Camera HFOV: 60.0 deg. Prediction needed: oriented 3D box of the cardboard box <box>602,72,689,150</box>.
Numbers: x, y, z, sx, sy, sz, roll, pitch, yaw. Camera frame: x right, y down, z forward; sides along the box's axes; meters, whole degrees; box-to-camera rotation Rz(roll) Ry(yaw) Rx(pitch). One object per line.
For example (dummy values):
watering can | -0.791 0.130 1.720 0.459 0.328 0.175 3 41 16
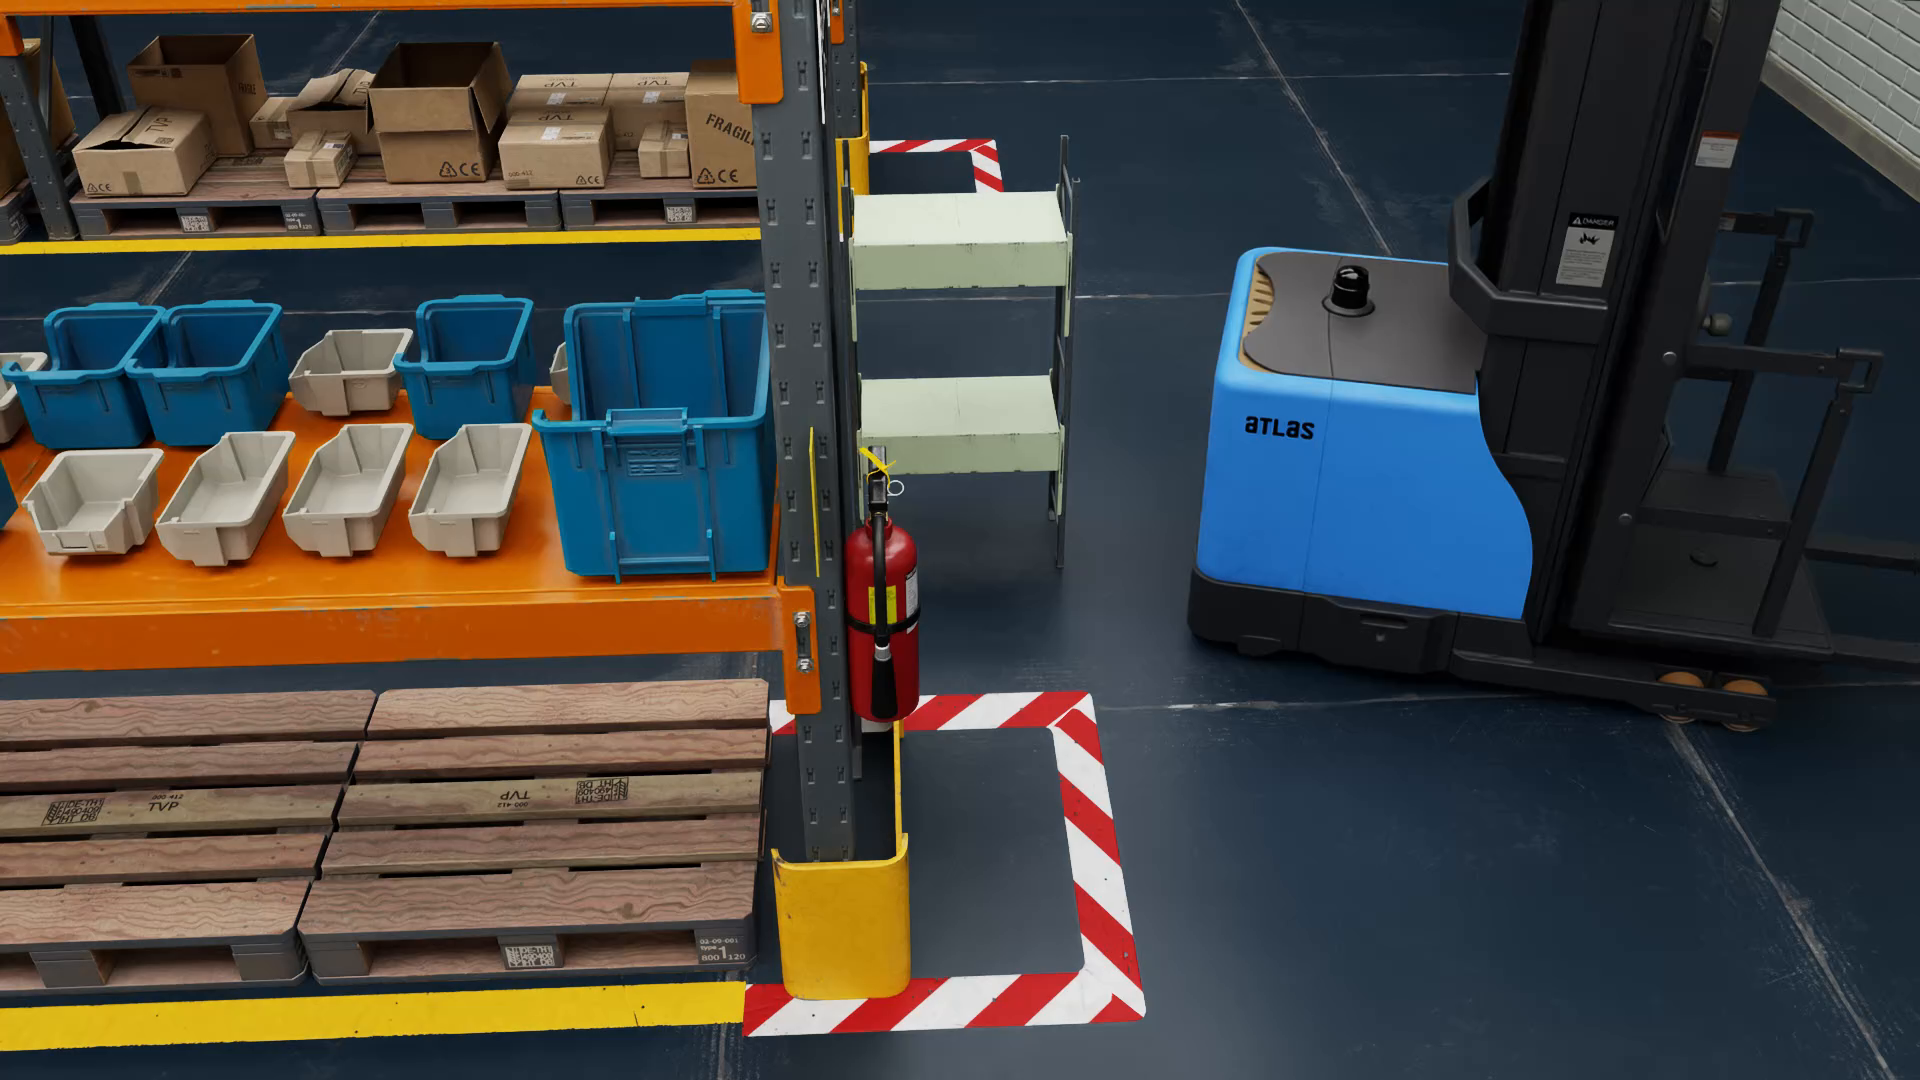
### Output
cardboard box | -1.642 -2.324 9.001 0.500 0.250 0.500 -2 35 -2

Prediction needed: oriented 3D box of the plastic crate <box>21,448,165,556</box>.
plastic crate | -2.023 -0.076 3.903 0.250 0.136 0.298 -2 35 -2

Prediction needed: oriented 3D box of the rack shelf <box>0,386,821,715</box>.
rack shelf | -2.353 0.025 4.210 4.000 0.370 1.077 -2 35 -2

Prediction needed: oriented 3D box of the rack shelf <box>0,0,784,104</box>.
rack shelf | -2.353 -1.208 3.356 4.000 0.370 1.077 -2 35 -2

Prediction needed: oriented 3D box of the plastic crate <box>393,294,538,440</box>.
plastic crate | -1.275 -0.443 4.349 0.300 0.233 0.416 -2 35 -2

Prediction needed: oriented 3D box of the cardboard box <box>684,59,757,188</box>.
cardboard box | -1.117 -2.139 8.514 0.500 0.500 0.500 -2 35 -2

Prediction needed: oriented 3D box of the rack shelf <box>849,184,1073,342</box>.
rack shelf | -0.007 -0.937 5.601 0.720 0.370 0.431 -2 35 -2

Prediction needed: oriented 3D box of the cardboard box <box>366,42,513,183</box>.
cardboard box | -2.705 -2.240 8.658 0.637 0.503 0.797 -2 35 -2

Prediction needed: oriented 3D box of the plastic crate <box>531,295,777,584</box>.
plastic crate | -0.680 -0.248 3.889 0.499 0.435 0.616 -2 35 -2

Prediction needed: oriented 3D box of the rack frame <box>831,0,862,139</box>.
rack frame | -0.586 -3.140 8.152 0.127 3.000 1.000 -2 35 -2

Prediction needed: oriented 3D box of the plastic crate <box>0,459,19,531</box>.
plastic crate | -2.394 -0.079 3.823 0.300 0.233 0.416 -2 35 -2

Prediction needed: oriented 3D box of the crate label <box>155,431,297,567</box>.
crate label | -1.728 -0.095 3.930 0.243 0.136 0.396 -2 35 -2

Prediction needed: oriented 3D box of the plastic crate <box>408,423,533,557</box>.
plastic crate | -1.161 -0.116 3.960 0.243 0.136 0.396 -2 35 -2

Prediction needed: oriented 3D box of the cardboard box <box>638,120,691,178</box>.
cardboard box | -1.526 -2.042 8.667 0.250 0.166 0.380 -2 35 -2

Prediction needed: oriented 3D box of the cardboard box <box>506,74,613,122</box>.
cardboard box | -2.141 -2.310 8.982 0.500 0.250 0.500 -2 35 -2

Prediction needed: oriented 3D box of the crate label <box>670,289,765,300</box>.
crate label | -0.617 -0.461 4.374 0.303 0.233 0.416 -2 35 -2

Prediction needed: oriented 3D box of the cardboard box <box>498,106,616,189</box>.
cardboard box | -2.067 -2.027 8.573 0.500 0.250 0.500 -2 35 -2

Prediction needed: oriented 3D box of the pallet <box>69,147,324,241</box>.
pallet | -3.895 -1.904 8.815 1.213 0.211 1.003 -2 35 -2

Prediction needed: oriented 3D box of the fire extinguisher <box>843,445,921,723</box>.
fire extinguisher | -0.183 0.115 3.844 0.183 0.674 0.296 -2 35 -2

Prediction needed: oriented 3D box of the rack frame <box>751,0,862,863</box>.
rack frame | -0.355 -0.324 4.083 0.127 3.000 1.000 -2 35 -2

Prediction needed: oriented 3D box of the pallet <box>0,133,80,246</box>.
pallet | -5.392 -1.842 8.727 1.213 0.211 1.003 -2 35 -2

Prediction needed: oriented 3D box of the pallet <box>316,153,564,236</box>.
pallet | -2.673 -1.938 8.865 1.213 0.211 1.003 -2 35 -2

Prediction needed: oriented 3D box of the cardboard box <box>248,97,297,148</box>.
cardboard box | -3.654 -2.262 9.001 0.250 0.149 0.380 -2 35 -2

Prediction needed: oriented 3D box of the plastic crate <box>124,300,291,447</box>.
plastic crate | -1.932 -0.425 4.323 0.300 0.233 0.416 -2 35 -2

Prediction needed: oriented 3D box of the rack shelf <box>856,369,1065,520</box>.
rack shelf | -0.007 -0.348 6.008 0.720 0.370 0.431 -2 35 -2

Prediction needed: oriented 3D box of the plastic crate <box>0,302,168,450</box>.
plastic crate | -2.232 -0.417 4.311 0.300 0.233 0.416 -2 35 -2

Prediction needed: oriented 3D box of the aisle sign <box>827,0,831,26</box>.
aisle sign | -0.297 -1.564 3.590 0.004 0.787 0.394 -2 35 -2

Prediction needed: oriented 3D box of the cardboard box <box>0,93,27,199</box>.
cardboard box | -5.060 -2.009 8.327 0.500 0.500 0.500 -2 35 -2

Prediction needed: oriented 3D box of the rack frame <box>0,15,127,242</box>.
rack frame | -4.581 -3.032 7.996 0.127 3.000 1.000 -2 35 -2

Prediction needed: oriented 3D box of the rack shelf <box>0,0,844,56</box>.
rack shelf | -2.583 -2.790 8.278 4.000 0.370 1.077 -2 35 -2

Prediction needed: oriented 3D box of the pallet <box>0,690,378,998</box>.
pallet | -2.396 0.854 4.831 1.213 0.211 1.003 -2 35 -2

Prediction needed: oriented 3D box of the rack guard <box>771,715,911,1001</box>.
rack guard | -0.331 0.695 4.806 0.348 0.500 1.175 -2 35 -2

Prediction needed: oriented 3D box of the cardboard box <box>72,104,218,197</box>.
cardboard box | -4.152 -1.996 8.474 0.500 0.311 0.500 -2 35 -2

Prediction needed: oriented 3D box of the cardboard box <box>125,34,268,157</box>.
cardboard box | -4.025 -2.362 8.837 0.500 0.500 0.500 -2 35 -2

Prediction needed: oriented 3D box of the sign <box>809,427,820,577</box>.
sign | -0.313 -0.079 3.585 0.005 0.325 0.100 -2 35 -2

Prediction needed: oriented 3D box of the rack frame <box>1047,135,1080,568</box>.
rack frame | 0.359 -0.626 5.837 0.023 1.500 0.400 -2 35 -2

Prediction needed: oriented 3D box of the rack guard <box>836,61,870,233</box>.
rack guard | -0.661 -2.110 8.860 0.348 0.500 1.175 -2 35 -2

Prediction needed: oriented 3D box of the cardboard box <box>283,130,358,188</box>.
cardboard box | -3.288 -1.966 8.557 0.250 0.166 0.380 -2 35 -2

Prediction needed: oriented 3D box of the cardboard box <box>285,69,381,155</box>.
cardboard box | -3.276 -2.305 8.920 0.500 0.311 0.500 -2 35 -2

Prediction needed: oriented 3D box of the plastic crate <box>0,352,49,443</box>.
plastic crate | -2.625 -0.351 4.300 0.466 0.136 0.293 -2 35 -2

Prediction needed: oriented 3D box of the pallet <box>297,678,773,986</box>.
pallet | -1.180 0.822 4.876 1.213 0.211 1.003 -2 35 -2

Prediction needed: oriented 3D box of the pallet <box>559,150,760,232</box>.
pallet | -1.458 -1.969 8.910 1.213 0.211 1.003 -2 35 -2

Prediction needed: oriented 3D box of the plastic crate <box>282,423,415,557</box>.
plastic crate | -1.451 -0.116 3.961 0.243 0.136 0.396 -2 35 -2

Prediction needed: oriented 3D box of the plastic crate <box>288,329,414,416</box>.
plastic crate | -1.619 -0.441 4.431 0.298 0.136 0.250 -2 35 -2

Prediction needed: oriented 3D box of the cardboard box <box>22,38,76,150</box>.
cardboard box | -5.076 -2.311 8.763 0.500 0.500 0.500 -3 35 -4

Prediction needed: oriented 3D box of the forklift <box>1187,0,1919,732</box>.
forklift | 2.353 -0.921 5.005 3.031 2.935 1.130 7 35 10

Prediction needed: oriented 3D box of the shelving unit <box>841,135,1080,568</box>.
shelving unit | -0.007 -0.617 5.823 0.755 1.500 0.431 -2 35 -2

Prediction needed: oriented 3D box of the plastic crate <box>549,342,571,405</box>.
plastic crate | -0.941 -0.460 4.457 0.298 0.136 0.250 -2 35 -2

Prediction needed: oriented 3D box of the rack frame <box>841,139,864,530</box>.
rack frame | -0.372 -0.607 5.809 0.023 1.500 0.400 -2 35 -2

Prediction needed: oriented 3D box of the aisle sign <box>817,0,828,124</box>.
aisle sign | -0.269 -1.229 3.105 0.004 0.787 0.394 -2 35 -2
